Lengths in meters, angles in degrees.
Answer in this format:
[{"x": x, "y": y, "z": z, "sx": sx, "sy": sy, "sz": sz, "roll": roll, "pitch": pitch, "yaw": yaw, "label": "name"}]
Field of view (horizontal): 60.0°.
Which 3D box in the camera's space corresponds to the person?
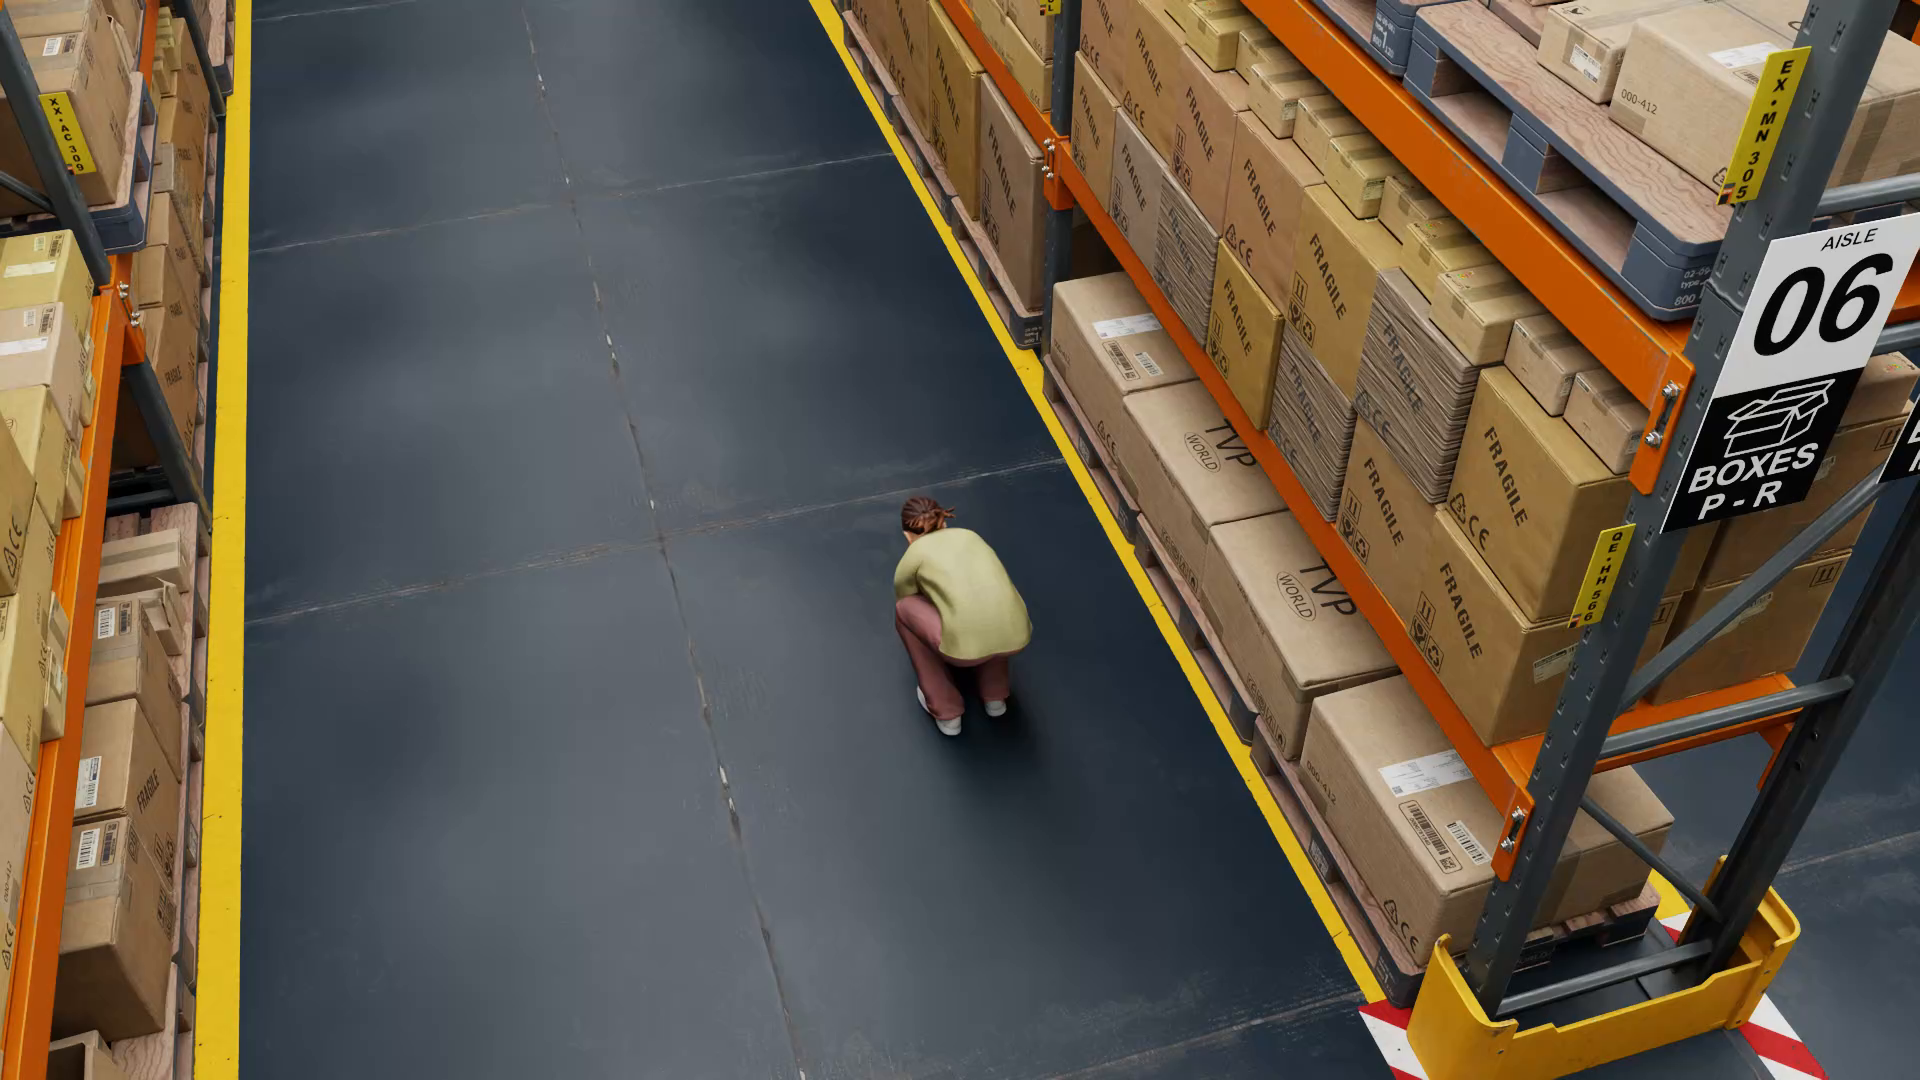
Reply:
[{"x": -0.021, "y": 0.297, "z": 6.530, "sx": 0.460, "sy": 0.773, "sz": 0.866, "roll": -13, "pitch": 44, "yaw": -14, "label": "person"}]
